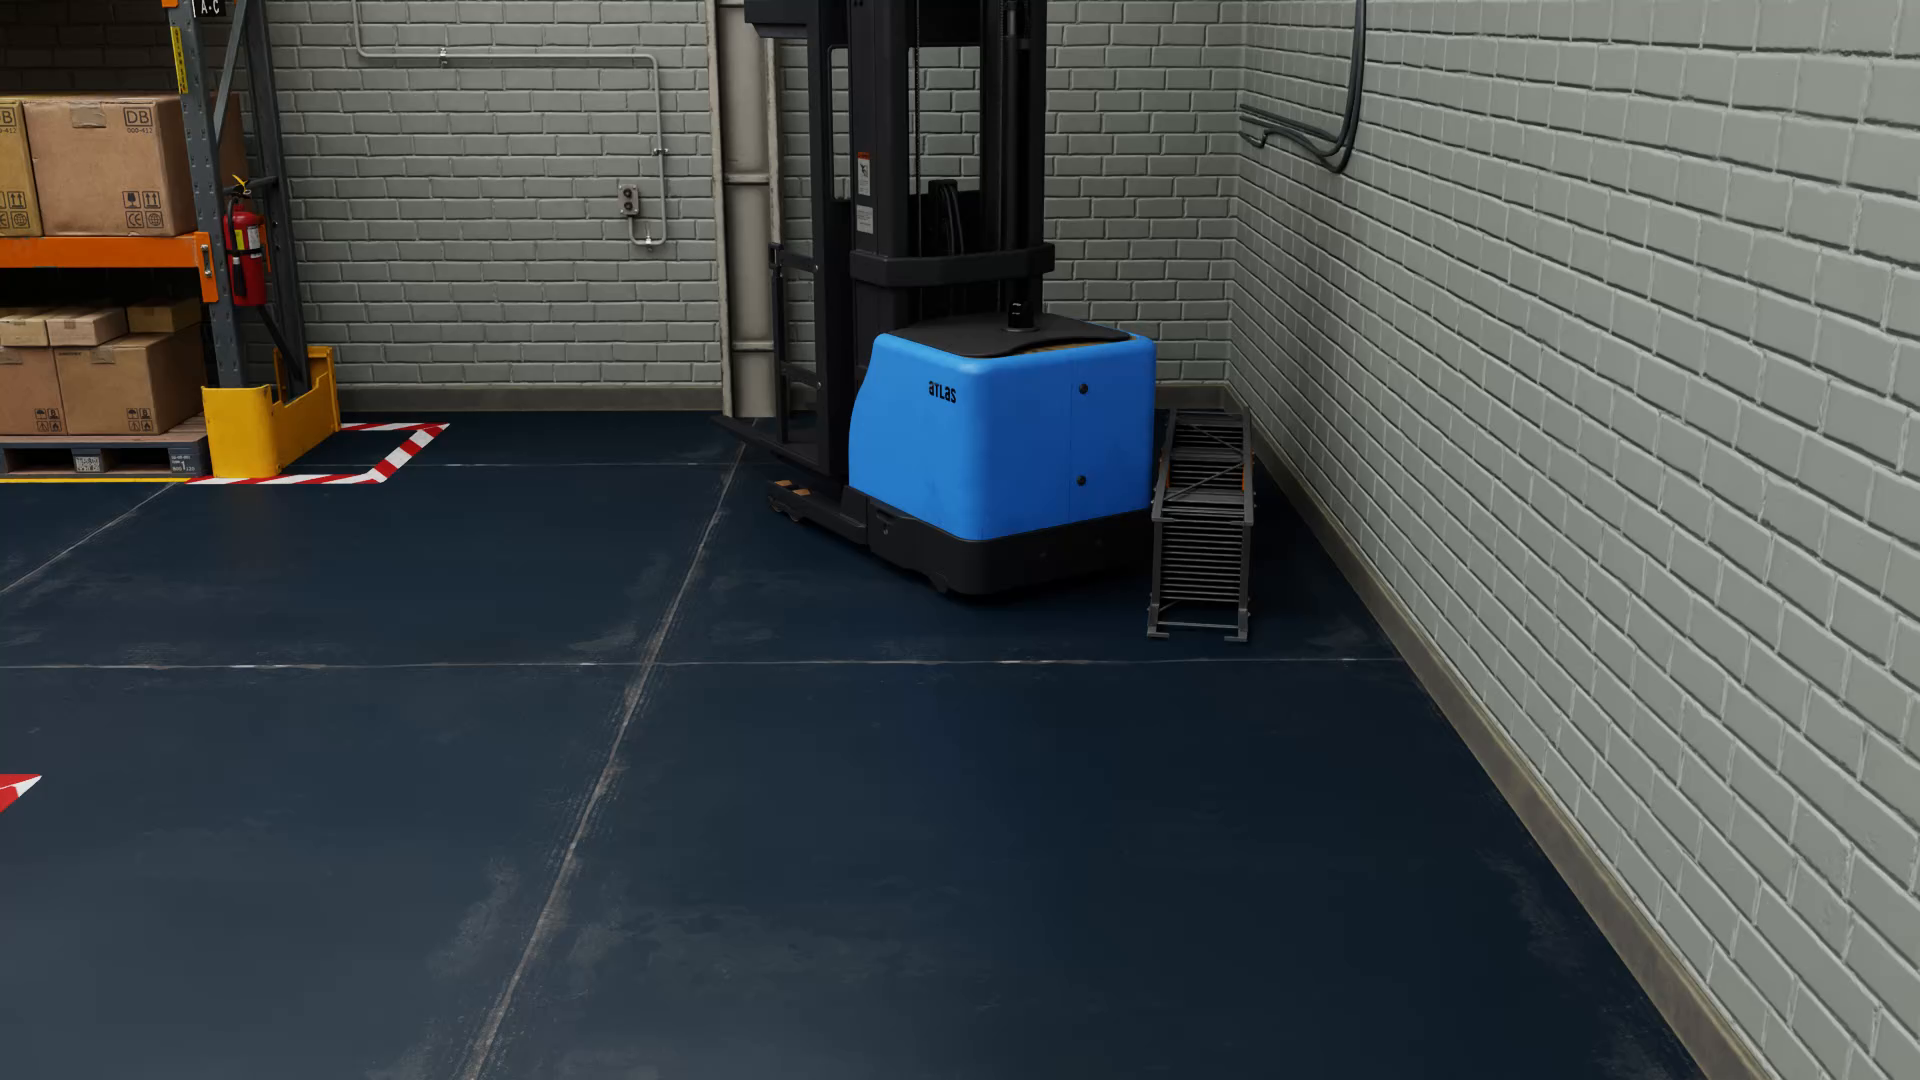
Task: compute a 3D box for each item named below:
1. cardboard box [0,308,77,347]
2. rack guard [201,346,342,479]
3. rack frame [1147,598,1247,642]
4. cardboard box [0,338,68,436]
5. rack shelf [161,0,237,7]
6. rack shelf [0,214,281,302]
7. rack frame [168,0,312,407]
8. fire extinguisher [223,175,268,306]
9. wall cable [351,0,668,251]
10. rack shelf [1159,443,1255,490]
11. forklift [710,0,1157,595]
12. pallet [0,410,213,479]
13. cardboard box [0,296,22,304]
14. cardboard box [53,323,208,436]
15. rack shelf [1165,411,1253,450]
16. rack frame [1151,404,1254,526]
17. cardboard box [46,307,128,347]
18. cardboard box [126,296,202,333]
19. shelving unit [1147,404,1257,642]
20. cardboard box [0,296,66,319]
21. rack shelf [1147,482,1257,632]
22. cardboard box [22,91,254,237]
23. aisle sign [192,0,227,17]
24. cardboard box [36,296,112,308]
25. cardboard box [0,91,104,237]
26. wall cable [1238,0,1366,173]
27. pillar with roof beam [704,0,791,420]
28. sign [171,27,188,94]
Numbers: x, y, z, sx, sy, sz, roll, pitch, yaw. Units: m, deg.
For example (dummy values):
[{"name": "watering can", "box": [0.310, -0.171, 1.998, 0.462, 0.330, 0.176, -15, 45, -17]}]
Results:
[{"name": "cardboard box", "box": [-5.045, -1.170, 9.128, 0.250, 0.149, 0.380, 0, 18, 1]}, {"name": "rack guard", "box": [-3.942, -0.753, 9.577, 0.348, 0.500, 1.175, 0, 18, -1]}, {"name": "rack frame", "box": [1.124, 0.086, 7.721, 0.400, 0.015, 2.100, 3, 17, 9]}, {"name": "cardboard box", "box": [-5.165, -0.917, 9.399, 0.500, 0.500, 0.700, 0, 18, -1]}, {"name": "rack shelf", "box": [-5.966, -3.019, 8.817, 4.000, 0.370, 1.077, 0, 18, -1]}, {"name": "rack shelf", "box": [-5.966, -1.591, 9.275, 4.000, 0.370, 1.077, 0, 18, -1]}, {"name": "rack frame", "box": [-3.966, -1.943, 9.195, 0.127, 3.000, 1.000, 0, 18, -1]}, {"name": "fire extinguisher", "box": [-3.808, -1.589, 8.827, 0.183, 0.674, 0.296, 0, 18, -1]}, {"name": "wall cable", "box": [-2.701, -2.722, 9.960, 1.851, 1.984, 0.084, 0, 18, -1]}, {"name": "rack shelf", "box": [1.123, -0.143, 7.636, 0.431, 0.480, 0.518, 3, 17, 9]}, {"name": "forklift", "box": [-0.336, -1.556, 8.099, 1.130, 2.935, 3.031, -11, 21, -31]}, {"name": "pallet", "box": [-4.764, -0.588, 9.534, 1.213, 0.211, 1.003, 0, 18, -1]}, {"name": "cardboard box", "box": [-5.554, -1.284, 9.484, 0.250, 0.149, 0.380, 0, 18, 0]}, {"name": "cardboard box", "box": [-4.664, -0.919, 9.407, 0.500, 0.500, 0.700, 0, 18, -1]}, {"name": "rack shelf", "box": [1.233, -0.348, 8.296, 0.431, 0.480, 0.518, 3, 17, 9]}, {"name": "rack frame", "box": [1.125, -0.380, 7.576, 0.400, 0.015, 2.100, 3, 17, 9]}, {"name": "cardboard box", "box": [-4.790, -1.172, 9.132, 0.250, 0.149, 0.380, 0, 18, -2]}, {"name": "cardboard box", "box": [-4.542, -1.290, 9.500, 0.250, 0.149, 0.380, 0, 18, 0]}, {"name": "shelving unit", "box": [1.125, -0.147, 7.649, 0.431, 0.503, 2.100, 3, 17, 9]}, {"name": "cardboard box", "box": [-5.299, -1.286, 9.488, 0.250, 0.149, 0.380, 0, 18, 0]}, {"name": "rack shelf", "box": [1.012, 0.063, 6.976, 0.431, 0.480, 0.518, 3, 17, 9]}, {"name": "cardboard box", "box": [-4.476, -2.081, 9.132, 0.700, 0.700, 0.980, 1, 18, 2]}, {"name": "aisle sign", "box": [-3.889, -3.090, 8.513, 0.004, 0.787, 0.394, 0, 18, -1]}, {"name": "cardboard box", "box": [-5.049, -1.287, 9.492, 0.250, 0.149, 0.380, 0, 18, -1]}, {"name": "cardboard box", "box": [-5.203, -2.074, 9.110, 0.700, 0.700, 0.980, 0, 18, -1]}, {"name": "wall cable", "box": [1.695, -3.240, 8.498, 0.112, 2.526, 3.097, 0, 18, -1]}, {"name": "pillar with roof beam", "box": [-1.212, -3.762, 5.044, 0.400, 9.000, 9.100, 0, 18, -1]}, {"name": "sign", "box": [-3.971, -2.442, 8.465, 0.005, 0.325, 0.100, 0, 18, -1]}]
